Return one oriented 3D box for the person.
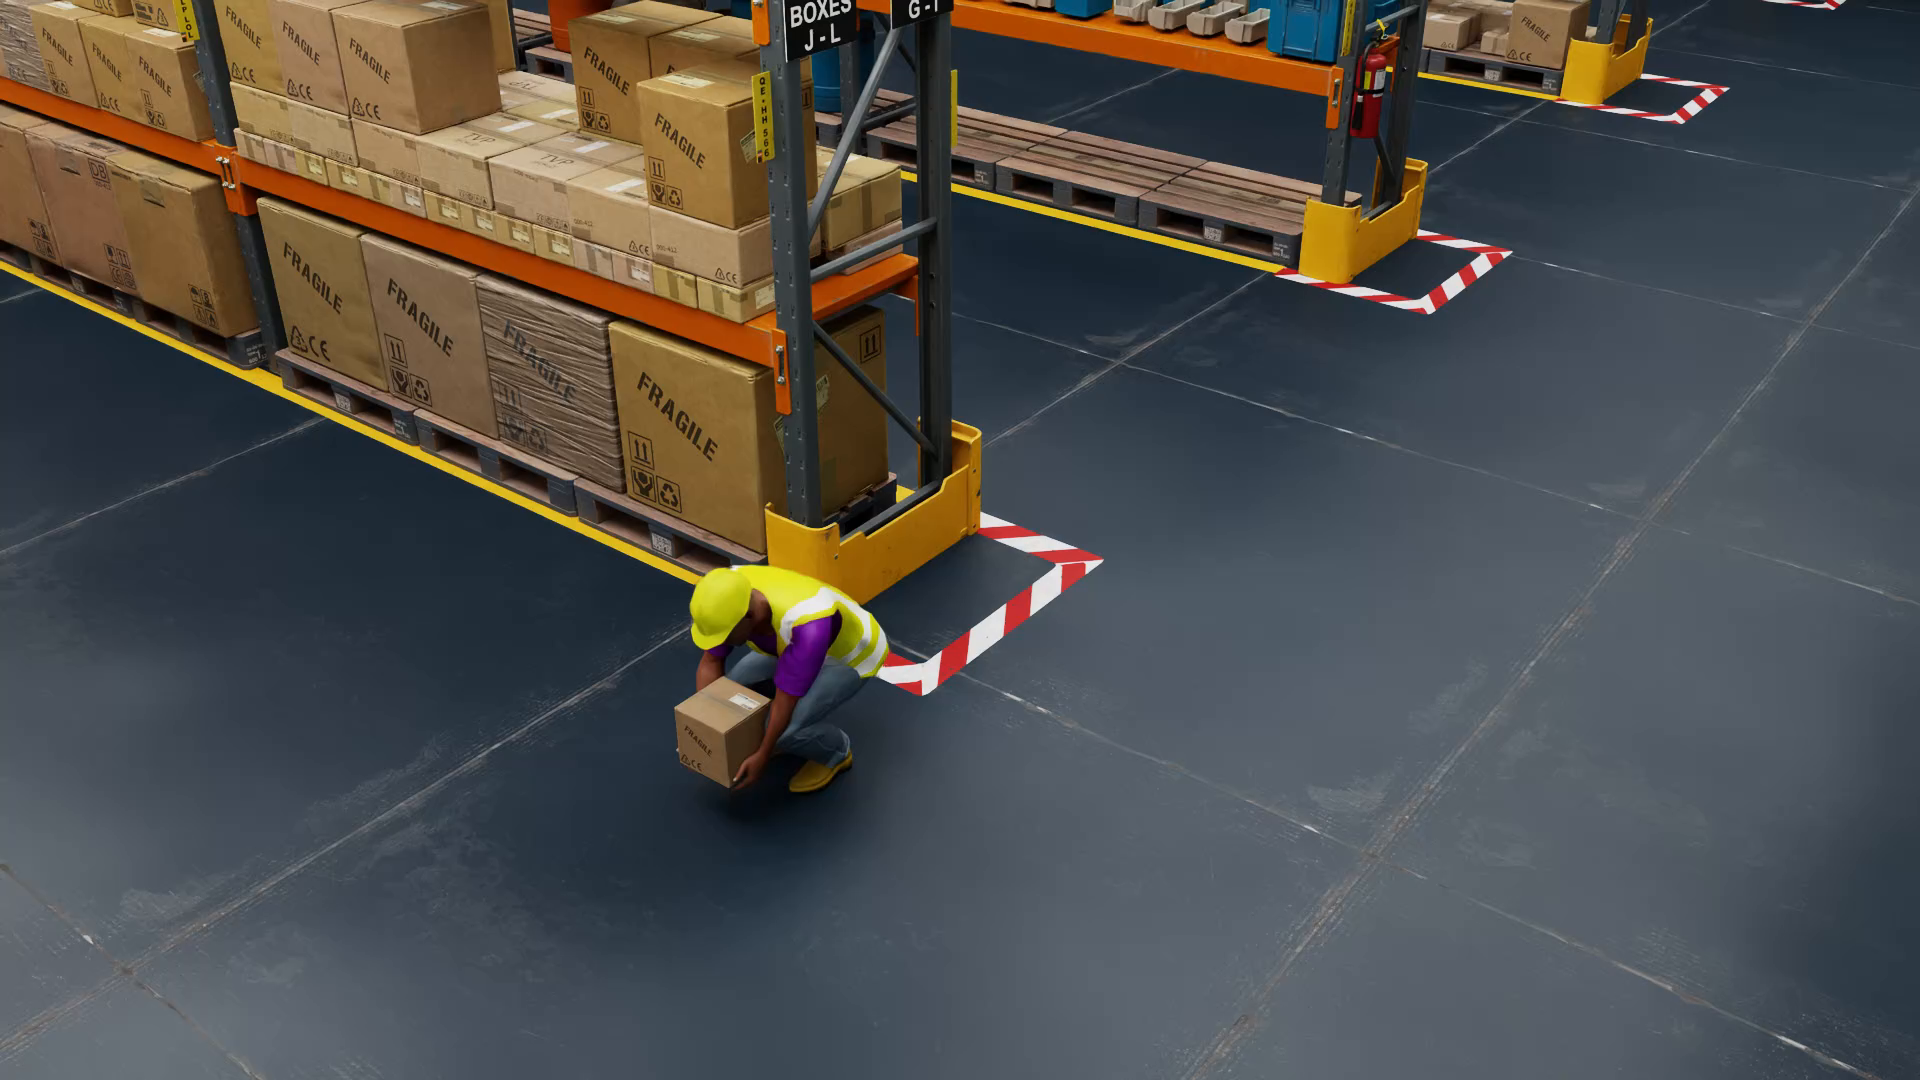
[{"bbox_3d":[-0.635,0.445,6.088,0.827,1.032,0.564,-26,39,-36],"label":"person"}]
